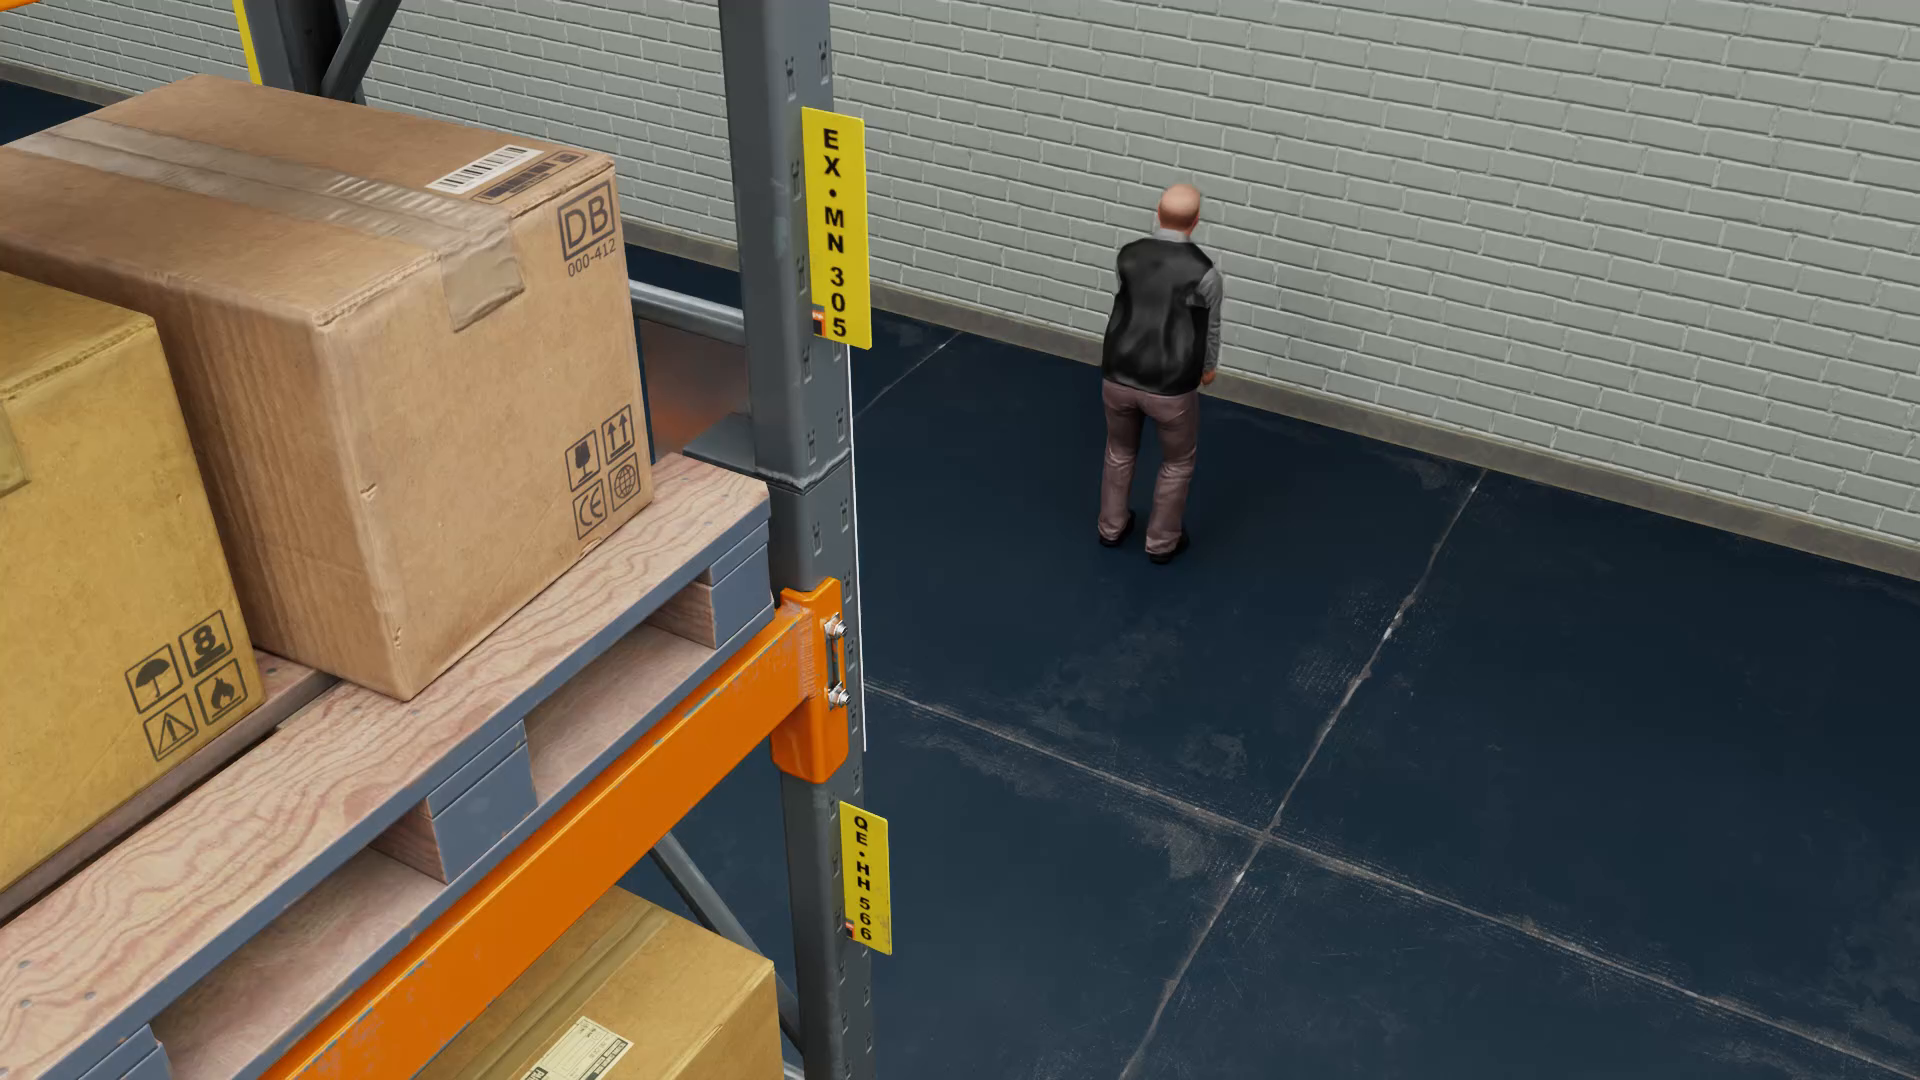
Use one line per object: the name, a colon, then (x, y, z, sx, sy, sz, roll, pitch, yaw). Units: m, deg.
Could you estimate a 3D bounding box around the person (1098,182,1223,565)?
person: (0.867, -0.722, 7.289, 0.479, 1.672, 0.601, 17, 37, 24)
